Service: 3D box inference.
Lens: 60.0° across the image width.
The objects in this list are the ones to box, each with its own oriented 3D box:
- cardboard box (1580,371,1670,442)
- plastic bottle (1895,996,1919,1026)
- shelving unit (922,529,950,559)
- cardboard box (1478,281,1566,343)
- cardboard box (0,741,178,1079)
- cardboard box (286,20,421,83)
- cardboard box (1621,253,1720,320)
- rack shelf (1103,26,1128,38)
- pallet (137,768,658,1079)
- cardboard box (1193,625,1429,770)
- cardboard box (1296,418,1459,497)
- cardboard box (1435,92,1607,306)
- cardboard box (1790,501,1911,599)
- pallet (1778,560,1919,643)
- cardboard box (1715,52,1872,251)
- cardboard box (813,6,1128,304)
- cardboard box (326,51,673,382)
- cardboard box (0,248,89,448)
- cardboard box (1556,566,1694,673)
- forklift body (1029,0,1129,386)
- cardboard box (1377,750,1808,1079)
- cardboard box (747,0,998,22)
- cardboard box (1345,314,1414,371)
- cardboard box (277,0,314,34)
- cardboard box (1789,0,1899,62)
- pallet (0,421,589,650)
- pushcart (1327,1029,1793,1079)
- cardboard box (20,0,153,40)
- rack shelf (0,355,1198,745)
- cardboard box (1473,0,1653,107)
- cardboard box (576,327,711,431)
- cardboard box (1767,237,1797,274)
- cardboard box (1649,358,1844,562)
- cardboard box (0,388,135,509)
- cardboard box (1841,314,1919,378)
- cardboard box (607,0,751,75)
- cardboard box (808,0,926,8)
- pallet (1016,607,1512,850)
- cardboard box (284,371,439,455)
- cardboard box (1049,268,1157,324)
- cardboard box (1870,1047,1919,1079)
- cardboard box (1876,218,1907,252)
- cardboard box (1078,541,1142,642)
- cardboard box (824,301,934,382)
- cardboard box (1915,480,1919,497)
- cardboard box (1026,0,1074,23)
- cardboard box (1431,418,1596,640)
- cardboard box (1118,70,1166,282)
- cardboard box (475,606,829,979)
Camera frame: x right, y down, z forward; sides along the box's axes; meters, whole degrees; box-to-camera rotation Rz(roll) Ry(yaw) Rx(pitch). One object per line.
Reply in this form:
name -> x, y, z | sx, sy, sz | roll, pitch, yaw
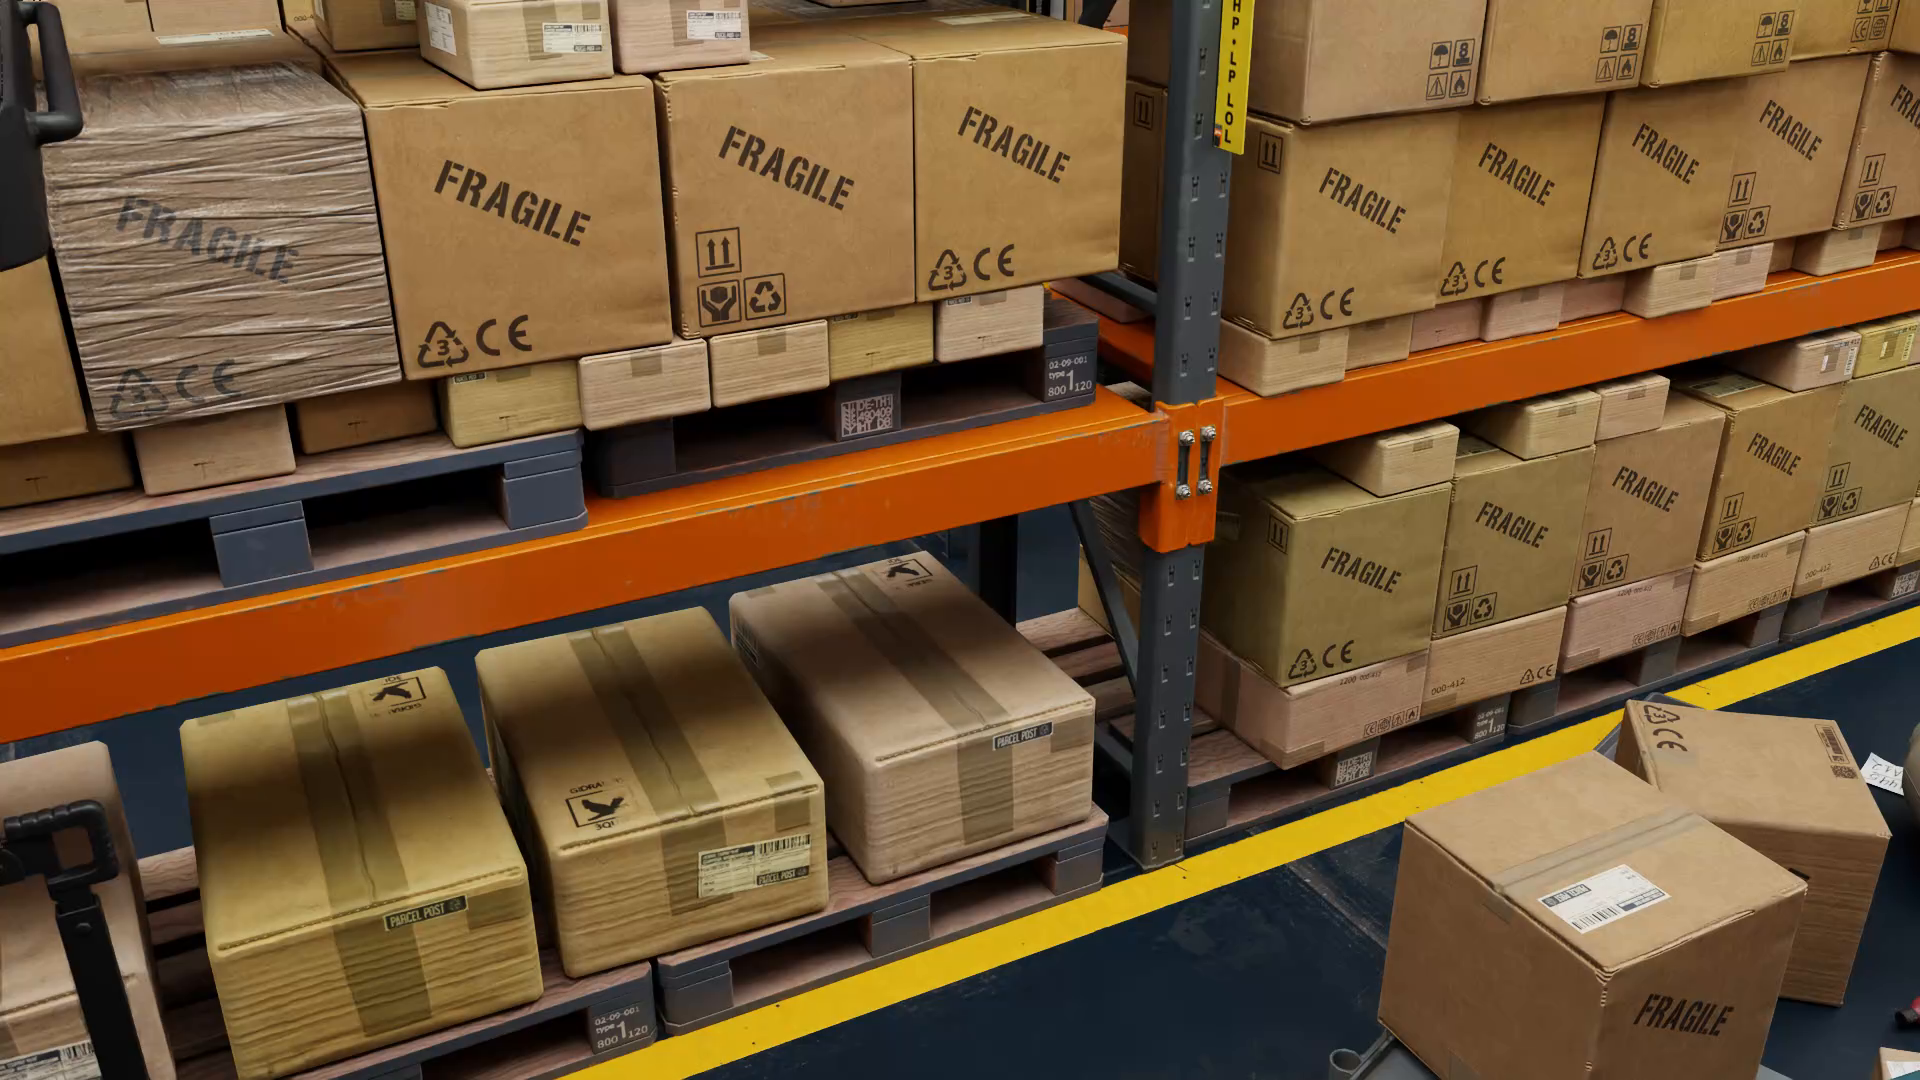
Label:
cardboard box -> 1.785, -0.431, 4.758 | 0.250, 0.149, 0.380 | -11, 28, -22
plastic bottle -> 2.331, 1.108, 3.871 | 0.283, 0.061, 0.133 | -8, 27, -16
shelving unit -> -0.007, -0.404, 6.052 | 0.210, 0.900, 0.258 | -13, 29, -25
cardboard box -> 1.392, -0.672, 4.475 | 0.250, 0.149, 0.380 | -12, 28, -24
cardboard box -> -2.069, 0.875, 3.512 | 0.625, 0.372, 0.950 | -14, 29, -26
cardboard box -> -1.123, -0.855, 3.620 | 0.500, 0.500, 0.500 | -13, 29, -25
cardboard box -> 1.872, -0.755, 4.648 | 0.250, 0.149, 0.380 | -13, 28, -25
rack shelf -> -0.264, -2.648, 9.131 | 4.000, 0.370, 1.077 | -13, 29, -25
pallet -> -1.454, 0.996, 3.931 | 1.213, 0.211, 1.003 | -13, 29, -25
cardboard box -> 0.958, 0.363, 4.719 | 0.500, 0.250, 0.500 | -14, 29, -27
cardboard box -> 1.096, -0.270, 4.422 | 0.250, 0.149, 0.380 | -13, 28, -24
cardboard box -> 1.261, -0.943, 4.290 | 0.500, 0.500, 0.500 | -13, 29, -25
cardboard box -> 2.792, -0.065, 5.610 | 0.500, 0.250, 0.500 | -13, 29, -25
pallet -> 3.039, -0.060, 6.131 | 1.213, 0.211, 1.003 | -13, 29, -25
cardboard box -> 2.147, -1.151, 4.723 | 0.500, 0.500, 0.500 | -13, 28, -24
cardboard box -> 0.010, -0.857, 3.624 | 0.500, 0.500, 0.500 | -14, 29, -26
cardboard box -> -0.885, -0.652, 3.199 | 0.500, 0.500, 0.500 | -12, 28, -23
cardboard box -> -1.792, -0.447, 2.770 | 0.500, 0.500, 0.500 | -12, 28, -24
cardboard box -> 1.890, 0.141, 5.182 | 0.500, 0.250, 0.500 | -13, 29, -26
forklift body -> 0.686, -1.914, 7.751 | 1.214, 2.155, 2.313 | -13, 29, -25
cardboard box -> 1.174, 0.789, 3.154 | 0.500, 0.500, 0.500 | -13, 29, -25
cardboard box -> -0.239, -1.052, 4.032 | 0.500, 0.500, 0.500 | -12, 28, -24
cardboard box -> 0.937, -0.570, 4.261 | 0.250, 0.149, 0.380 | -12, 28, -24
cardboard box -> -2.793, -2.417, 7.415 | 0.500, 0.250, 0.500 | -14, 29, -26
cardboard box -> 2.134, -1.635, 4.576 | 0.500, 0.500, 0.700 | -13, 29, -25
pallet -> -1.492, -0.188, 3.397 | 1.213, 0.211, 1.003 | -13, 29, -25
pushcart -> 1.427, 1.373, 2.955 | 1.648, 0.377, 0.936 | 21, 33, 37
cardboard box -> -3.701, -2.220, 7.004 | 0.500, 0.250, 0.500 | -13, 28, -24
rack shelf -> -1.455, 0.062, 3.487 | 4.000, 0.370, 1.077 | -13, 29, -25
cardboard box -> 1.261, -1.402, 4.091 | 0.500, 0.500, 0.700 | -13, 28, -25
cardboard box -> -0.689, -0.369, 3.359 | 0.250, 0.149, 0.380 | -13, 28, -25
cardboard box -> 2.252, -0.910, 4.969 | 0.250, 0.149, 0.380 | -13, 29, -25
cardboard box -> 2.348, -0.302, 5.239 | 0.500, 0.500, 0.500 | -14, 29, -26
cardboard box -> -1.658, -0.209, 3.024 | 0.250, 0.149, 0.380 | -12, 28, -23
cardboard box -> 2.740, -0.652, 5.217 | 0.250, 0.149, 0.380 | -12, 28, -24
cardboard box -> -0.593, -1.005, 3.184 | 0.250, 0.149, 0.380 | -14, 29, -27
cardboard box -> -0.272, -1.370, 3.944 | 0.250, 0.149, 0.380 | -13, 29, -25
pallet -> 0.886, 0.437, 5.096 | 1.213, 0.211, 1.003 | -13, 29, -25
cardboard box -> -1.202, -0.319, 3.254 | 0.250, 0.149, 0.380 | -14, 29, -27
cardboard box -> 0.450, -0.739, 4.613 | 0.250, 0.149, 0.380 | -13, 29, -26
cardboard box -> 2.039, 1.216, 3.410 | 0.258, 0.266, 0.396 | 10, 27, 20
cardboard box -> 2.697, -1.013, 5.185 | 0.250, 0.149, 0.380 | -13, 28, -24
cardboard box -> 0.705, 0.157, 5.149 | 0.500, 0.250, 0.500 | -12, 28, -23
cardboard box -> -0.255, -0.489, 3.607 | 0.250, 0.149, 0.380 | -14, 29, -27
cardboard box -> 3.255, -0.510, 5.671 | 0.500, 0.500, 0.500 | -13, 28, -25
cardboard box -> 0.276, -3.017, 8.954 | 0.500, 0.500, 0.500 | -14, 29, -26
cardboard box -> 1.424, -0.088, 4.794 | 0.500, 0.500, 0.500 | -12, 28, -23
cardboard box -> 0.585, -1.035, 4.480 | 0.500, 0.500, 0.500 | -14, 29, -26
cardboard box -> -0.784, 0.581, 4.125 | 0.625, 0.372, 0.950 | -11, 28, -22
